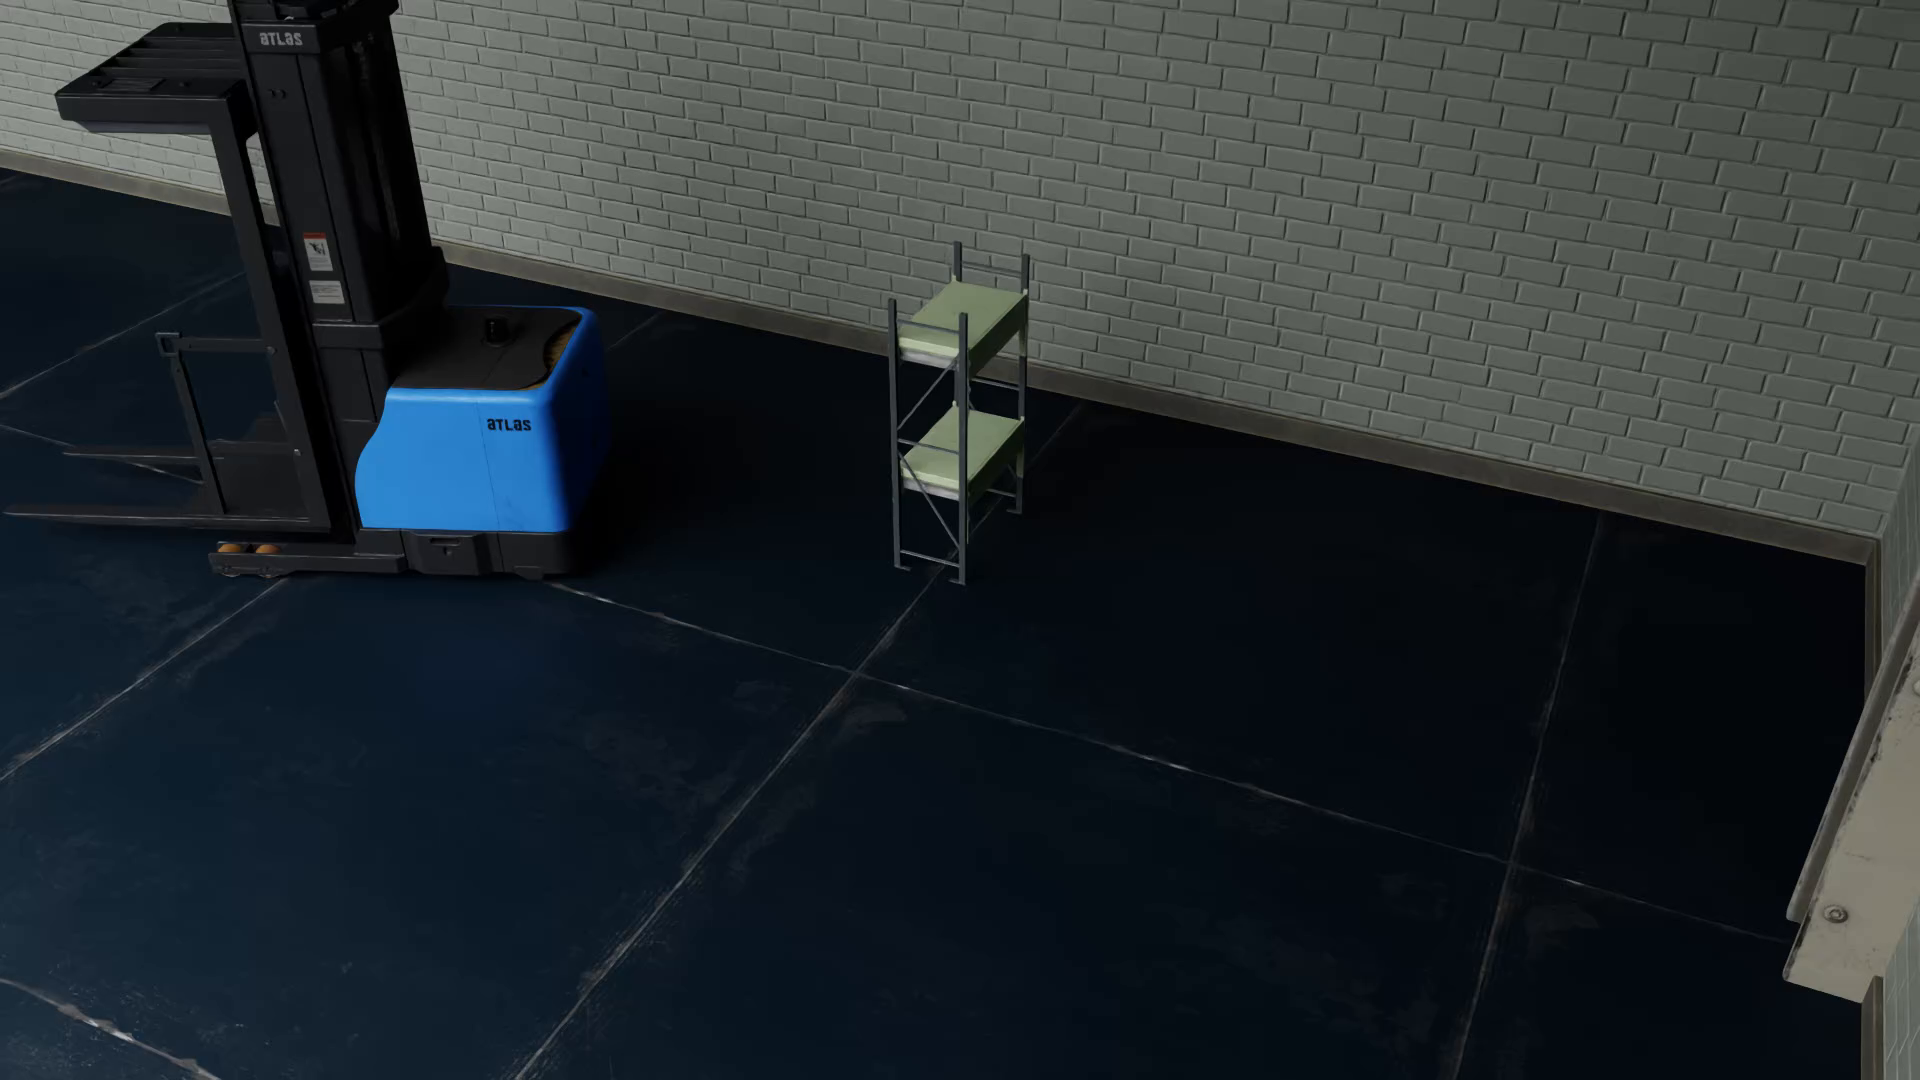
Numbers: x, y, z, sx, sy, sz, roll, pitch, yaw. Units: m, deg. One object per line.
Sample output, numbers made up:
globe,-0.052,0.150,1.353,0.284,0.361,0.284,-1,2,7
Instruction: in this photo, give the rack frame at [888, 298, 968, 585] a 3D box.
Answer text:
rack frame,-0.150,-0.448,8.066,0.400,1.500,0.023,14,36,20

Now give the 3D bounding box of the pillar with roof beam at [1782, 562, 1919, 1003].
pillar with roof beam,-0.603,-3.165,5.371,9.100,9.000,0.400,14,36,20

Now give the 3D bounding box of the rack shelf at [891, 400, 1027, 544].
rack shelf,0.003,-0.358,8.523,0.431,0.370,0.720,14,36,20

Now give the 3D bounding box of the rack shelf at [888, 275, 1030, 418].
rack shelf,0.003,-0.957,8.130,0.431,0.370,0.720,14,36,20

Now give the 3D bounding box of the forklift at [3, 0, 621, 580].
forklift,-3.399,-1.321,8.092,3.031,2.935,1.130,2,33,2

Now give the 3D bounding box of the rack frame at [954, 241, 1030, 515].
rack frame,0.156,-0.813,8.622,0.400,1.500,0.023,14,36,20

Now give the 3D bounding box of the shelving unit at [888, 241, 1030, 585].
shelving unit,0.003,-0.631,8.344,0.431,1.500,0.755,14,36,20
